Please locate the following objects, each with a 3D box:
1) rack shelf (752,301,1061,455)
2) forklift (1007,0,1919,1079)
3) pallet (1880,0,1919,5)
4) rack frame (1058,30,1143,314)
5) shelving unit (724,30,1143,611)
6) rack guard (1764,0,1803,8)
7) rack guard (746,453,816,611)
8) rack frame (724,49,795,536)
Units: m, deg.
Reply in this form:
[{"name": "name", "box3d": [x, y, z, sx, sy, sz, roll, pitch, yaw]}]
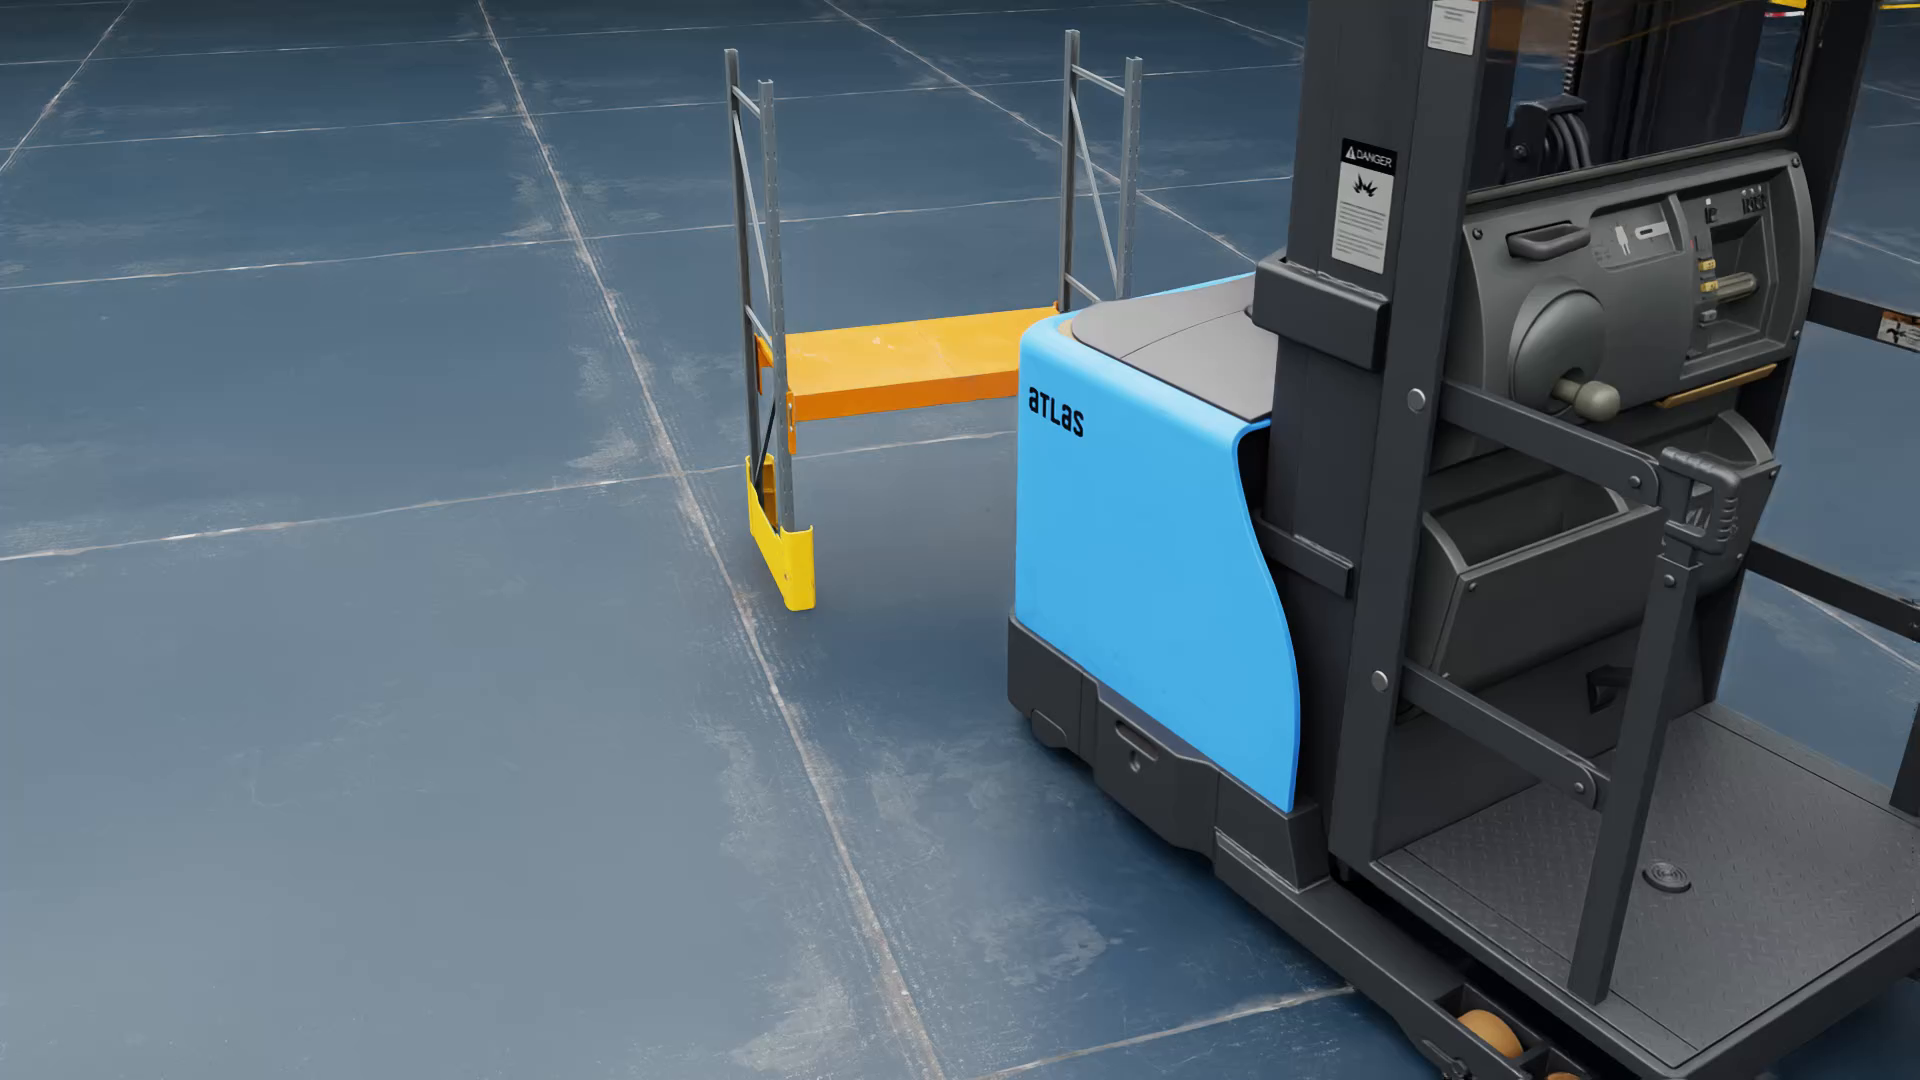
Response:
[{"name": "rack shelf", "box3d": [-0.081, -0.499, 4.973, 1.000, 0.185, 0.538, -8, 28, -16]}, {"name": "forklift", "box3d": [1.347, -0.427, 2.813, 1.130, 2.935, 3.031, -16, 31, -29]}, {"name": "pallet", "box3d": [8.224, -5.119, 15.323, 1.213, 0.211, 1.003, -8, 28, -16]}, {"name": "rack frame", "box3d": [0.402, -0.730, 5.034, 0.032, 1.500, 0.500, -8, 28, -16]}, {"name": "shelving unit", "box3d": [-0.072, -0.661, 4.895, 1.083, 1.500, 0.587, -8, 28, -16]}, {"name": "rack guard", "box3d": [7.487, -5.122, 15.004, 0.348, 0.500, 1.175, -8, 28, -16]}, {"name": "rack guard", "box3d": [-0.546, -0.033, 5.035, 0.087, 0.250, 0.587, -8, 28, -16]}, {"name": "rack frame", "box3d": [-0.564, -0.590, 4.752, 0.032, 1.500, 0.500, -8, 28, -16]}]
